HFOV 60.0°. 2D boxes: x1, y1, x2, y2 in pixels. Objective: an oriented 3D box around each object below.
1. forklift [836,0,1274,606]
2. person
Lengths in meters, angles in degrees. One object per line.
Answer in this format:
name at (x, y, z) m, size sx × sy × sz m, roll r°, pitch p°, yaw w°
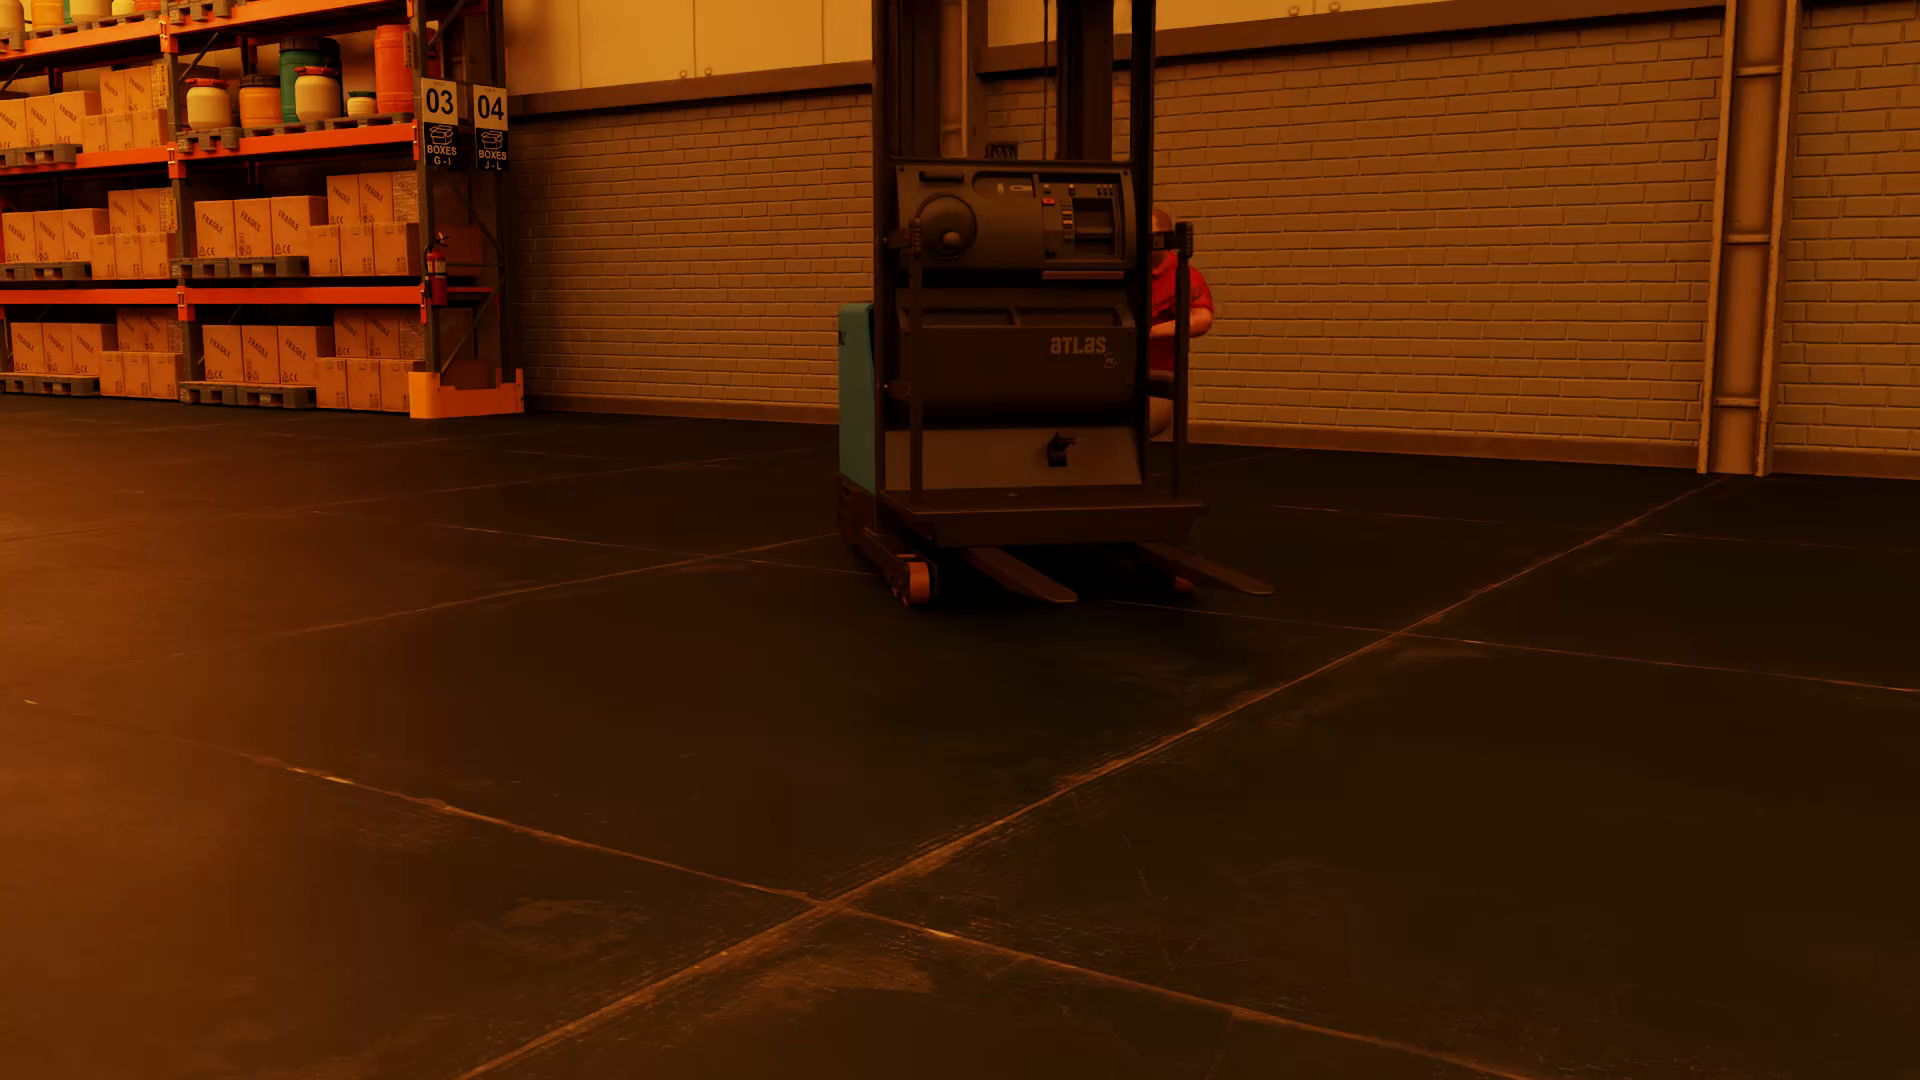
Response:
forklift at (0.266, -1.271, 6.131) m, size 1.130 × 2.935 × 3.031 m, roll -2°, pitch 8°, yaw -13°
person at (0.643, -0.702, 7.290) m, size 0.881 × 1.491 × 0.846 m, roll 7°, pitch 11°, yaw 41°
